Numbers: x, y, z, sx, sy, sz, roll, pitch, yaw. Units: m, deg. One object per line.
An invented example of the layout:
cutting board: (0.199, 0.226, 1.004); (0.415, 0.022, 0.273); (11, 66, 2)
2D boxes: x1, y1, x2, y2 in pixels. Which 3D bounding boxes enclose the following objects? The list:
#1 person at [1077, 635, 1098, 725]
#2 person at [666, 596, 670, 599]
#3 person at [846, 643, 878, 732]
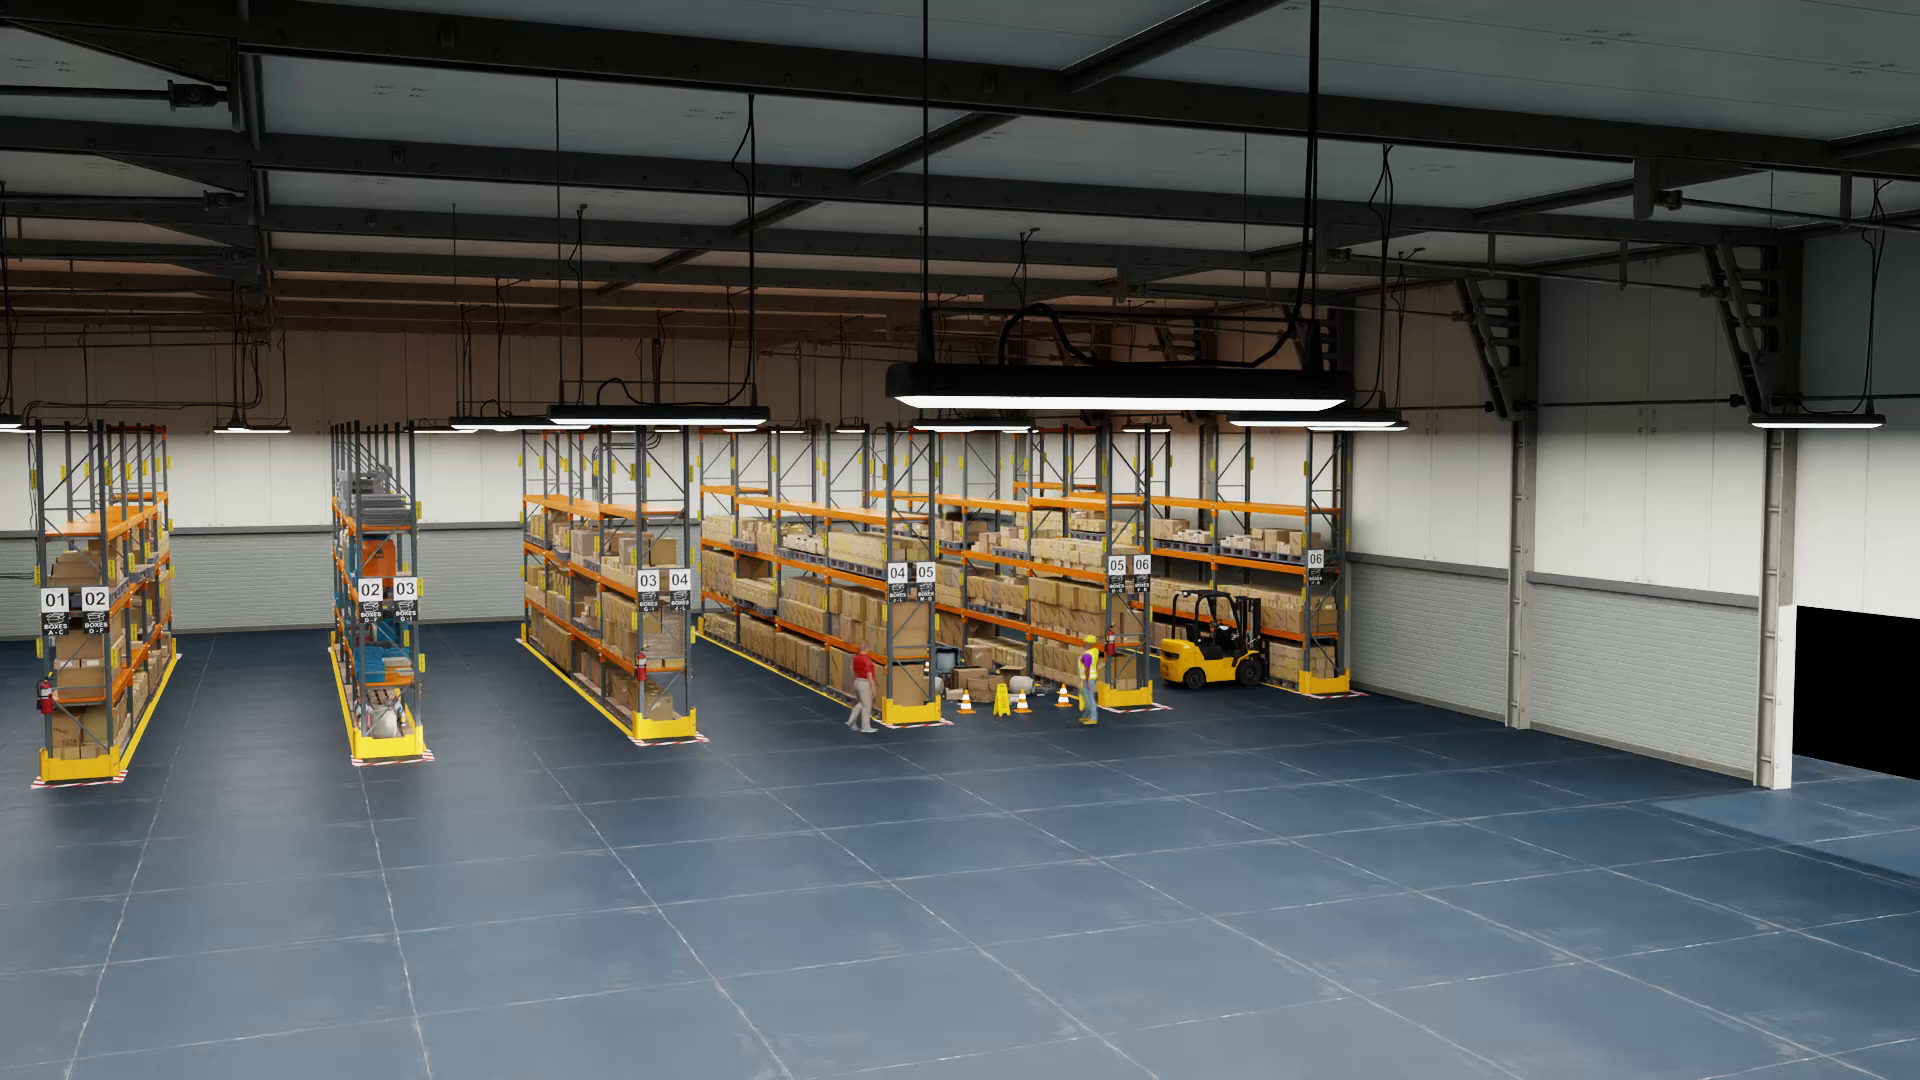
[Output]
person: (2.529, 2.764, 33.061); (0.420, 1.780, 0.747); (0, 4, 6)
person: (-8.351, 1.837, 48.778); (0.562, 1.703, 0.348); (-1, 4, -13)
person: (-1.863, 2.860, 32.217); (0.489, 1.745, 0.603); (-2, 4, -27)
